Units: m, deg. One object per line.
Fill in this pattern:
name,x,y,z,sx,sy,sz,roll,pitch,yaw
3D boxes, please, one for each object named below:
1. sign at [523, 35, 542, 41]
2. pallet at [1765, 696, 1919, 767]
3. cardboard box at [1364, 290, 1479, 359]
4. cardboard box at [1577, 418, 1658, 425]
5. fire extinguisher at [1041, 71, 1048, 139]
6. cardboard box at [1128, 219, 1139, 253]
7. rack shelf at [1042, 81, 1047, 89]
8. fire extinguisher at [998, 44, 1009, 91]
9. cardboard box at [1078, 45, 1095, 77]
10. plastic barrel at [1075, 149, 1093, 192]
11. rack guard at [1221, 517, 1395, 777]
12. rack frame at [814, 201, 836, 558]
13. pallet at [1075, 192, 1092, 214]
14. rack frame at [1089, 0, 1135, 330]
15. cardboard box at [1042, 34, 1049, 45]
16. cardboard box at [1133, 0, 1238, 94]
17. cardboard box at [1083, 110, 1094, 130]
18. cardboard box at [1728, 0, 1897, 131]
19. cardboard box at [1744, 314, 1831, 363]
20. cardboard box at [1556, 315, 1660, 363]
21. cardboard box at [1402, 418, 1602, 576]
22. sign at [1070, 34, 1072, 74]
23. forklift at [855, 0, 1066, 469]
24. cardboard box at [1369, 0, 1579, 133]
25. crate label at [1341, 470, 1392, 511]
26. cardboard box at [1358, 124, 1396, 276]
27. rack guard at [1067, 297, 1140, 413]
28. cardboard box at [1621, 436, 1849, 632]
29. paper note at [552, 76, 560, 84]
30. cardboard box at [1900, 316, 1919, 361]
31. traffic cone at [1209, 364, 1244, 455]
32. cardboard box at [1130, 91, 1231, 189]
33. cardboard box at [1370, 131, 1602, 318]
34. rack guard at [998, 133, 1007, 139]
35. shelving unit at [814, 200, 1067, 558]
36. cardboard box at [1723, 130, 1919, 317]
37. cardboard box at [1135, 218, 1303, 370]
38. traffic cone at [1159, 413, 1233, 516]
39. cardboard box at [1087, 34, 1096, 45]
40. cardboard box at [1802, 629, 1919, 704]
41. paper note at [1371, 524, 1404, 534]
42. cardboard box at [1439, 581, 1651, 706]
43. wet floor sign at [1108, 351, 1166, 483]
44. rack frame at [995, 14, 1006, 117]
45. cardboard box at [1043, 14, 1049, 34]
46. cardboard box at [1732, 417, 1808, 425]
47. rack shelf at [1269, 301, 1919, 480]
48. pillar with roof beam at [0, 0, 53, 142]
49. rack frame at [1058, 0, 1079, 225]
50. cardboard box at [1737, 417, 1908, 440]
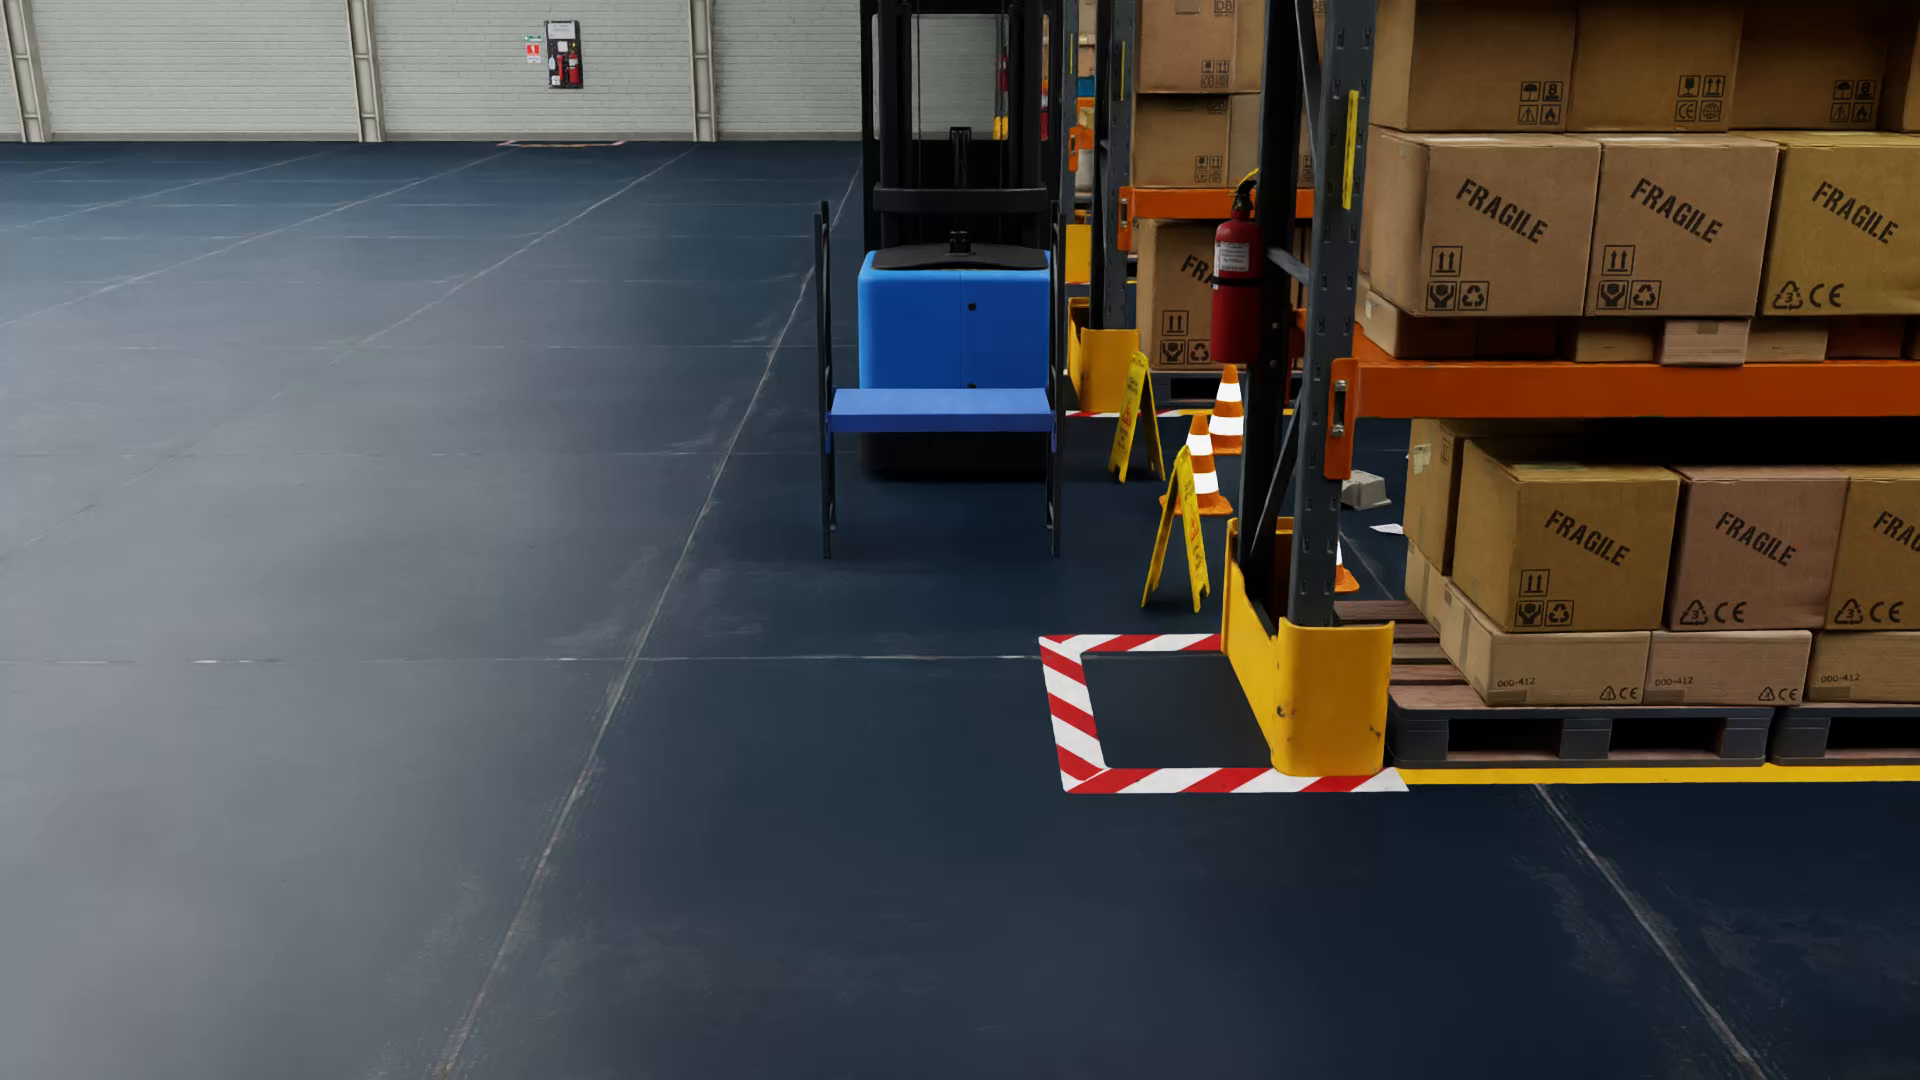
sign,-7.631,-8.957,29.677,0.331,0.109,0.001,0,18,-1
pallet,3.200,0.471,5.776,1.213,0.211,1.003,0,18,-1
cardboard box,1.437,-0.677,5.202,0.250,0.149,0.380,0,18,-1
cardboard box,2.257,-0.521,5.827,0.250,0.149,0.380,0,18,1
fire extinguisher,0.816,-3.988,15.239,0.183,0.674,0.296,0,18,-1
cardboard box,1.562,-2.893,15.102,0.500,0.500,0.500,3,18,9
rack shelf,2.785,-6.578,24.362,4.000,0.370,1.077,0,18,-1
fire extinguisher,0.659,-7.015,24.674,0.183,0.674,0.296,0,18,-1
cardboard box,1.777,-6.960,24.214,0.500,0.500,0.700,0,18,1
plastic barrel,1.516,-4.440,19.905,0.421,0.512,0.421,0,18,0
rack guard,1.170,0.332,5.738,0.348,0.500,1.175,0,18,-1
rack frame,-0.594,-0.711,7.353,0.032,1.500,0.500,0,18,-1
pallet,1.747,-4.087,19.985,1.213,0.211,1.003,0,18,-1
rack frame,0.915,-2.370,10.067,0.127,3.000,1.000,0,18,-1
cardboard box,1.181,-7.203,23.909,0.250,0.149,0.380,0,18,-1
cardboard box,1.286,-2.945,9.847,0.550,0.550,0.875,0,18,-1
cardboard box,1.226,-3.694,14.606,0.250,0.149,0.380,0,18,-1
cardboard box,2.616,-1.627,5.463,0.500,0.500,0.700,0,18,-1
cardboard box,2.468,-0.658,5.142,0.250,0.149,0.380,0,18,1
cardboard box,1.956,-0.659,5.146,0.250,0.149,0.380,-1,18,-3
cardboard box,1.891,-0.189,5.857,0.500,0.500,0.500,0,18,-1
sign,0.946,-4.131,14.142,0.005,0.325,0.100,0,18,-1
forklift,0.003,-2.150,9.494,1.130,2.935,3.031,0,18,0
cardboard box,1.601,-1.593,5.357,0.500,0.500,0.700,-1,18,-2
crate label,1.931,-0.251,8.150,0.298,0.136,0.250,-10,20,-29
cardboard box,1.632,-1.134,5.565,0.500,0.500,0.500,-1,18,-2
rack guard,0.891,-1.179,10.448,0.348,0.500,1.175,0,18,-1
cardboard box,2.451,-0.030,5.358,0.500,0.500,0.500,-1,18,-3
paper note,-7.260,-8.263,29.879,0.142,0.148,0.016,0,18,-1
cardboard box,2.996,-0.670,5.179,0.250,0.149,0.380,-1,18,-2
traffic cone,1.468,-0.730,9.110,0.334,0.463,0.336,0,18,-1
cardboard box,1.285,-2.457,10.092,0.550,0.550,0.875,0,18,-1
cardboard box,1.572,-0.965,5.038,0.500,0.500,0.500,-1,18,-2
rack guard,0.761,-5.720,24.604,0.348,0.500,1.175,0,18,-1
shelving unit,-0.085,-0.714,7.360,1.048,1.500,0.538,0,18,-1
cardboard box,2.599,-0.971,5.057,0.500,0.500,0.500,-1,18,-2
cardboard box,1.592,-1.581,10.400,0.875,0.875,0.875,0,18,-1
traffic cone,1.146,-0.384,8.029,0.334,0.463,0.336,0,18,-1
cardboard box,1.946,-7.207,23.919,0.250,0.149,0.380,-1,18,-2
cardboard box,2.961,0.325,5.481,0.500,0.250,0.500,1,18,3
paper note,2.008,-0.057,7.718,0.142,0.019,0.148,-7,19,-20
cardboard box,1.905,0.332,5.460,0.500,0.250,0.500,0,18,-1
wet floor sign,0.917,-0.644,8.541,0.232,0.644,0.267,-3,18,-10
rack frame,0.703,-8.423,28.938,0.127,3.000,1.000,0,18,-1
cardboard box,1.305,-7.574,24.004,0.500,0.500,0.700,0,18,-1
cardboard box,2.772,-0.522,5.830,0.250,0.149,0.380,0,18,2
rack shelf,3.094,-0.525,5.495,4.000,0.370,1.077,0,18,-1
pillar with roof beam,-16.541,-10.146,24.487,0.400,9.000,9.100,0,18,-1
rack frame,0.938,-3.885,14.790,0.127,3.000,1.000,0,18,-1
cardboard box,2.917,-0.193,5.869,0.500,0.500,0.500,-1,18,-2
